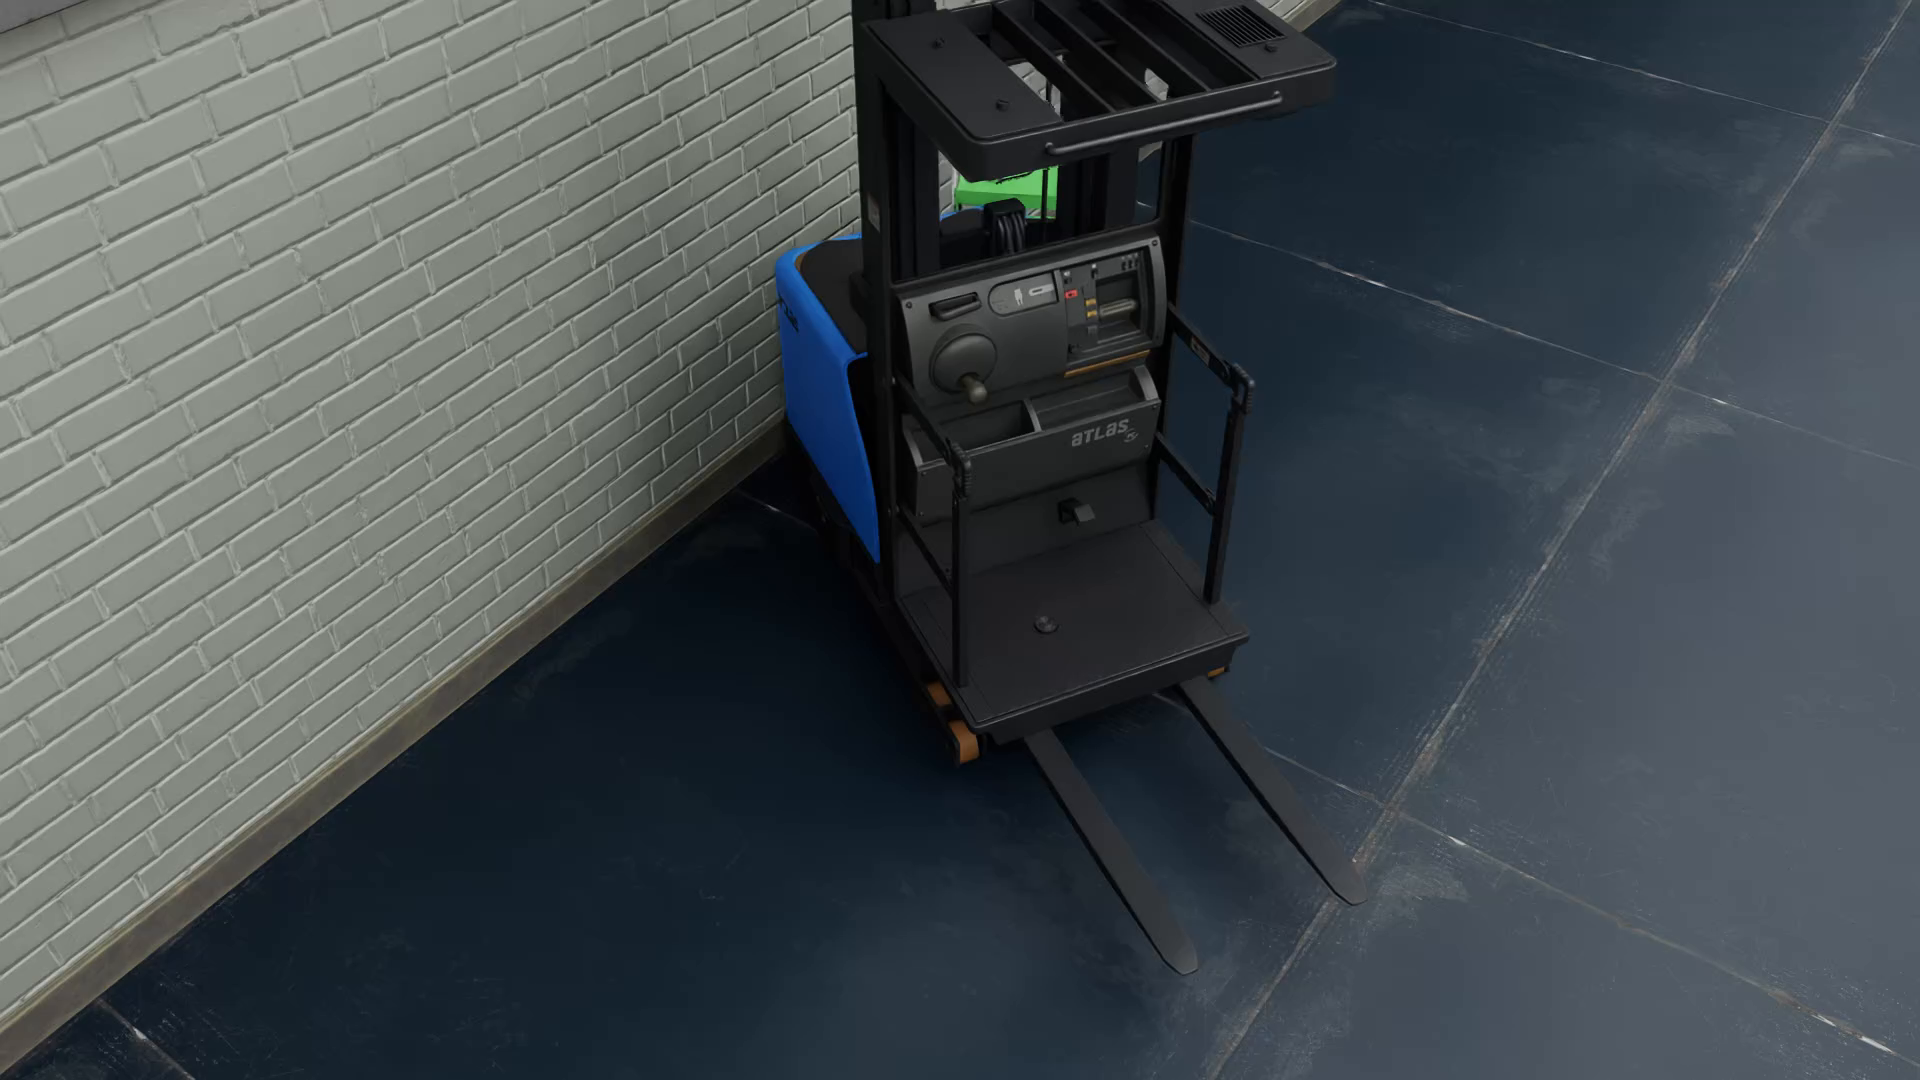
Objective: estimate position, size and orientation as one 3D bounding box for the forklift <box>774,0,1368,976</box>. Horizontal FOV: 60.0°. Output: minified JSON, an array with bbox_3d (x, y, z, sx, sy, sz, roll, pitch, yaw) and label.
[{"bbox_3d":[0.341,-0.637,5.263,1.130,2.935,3.031,-17,45,-18],"label":"forklift"}]

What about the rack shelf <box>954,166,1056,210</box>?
[{"bbox_3d":[0.228,-1.428,6.822,0.480,0.148,0.258,5,42,5],"label":"rack shelf"}]

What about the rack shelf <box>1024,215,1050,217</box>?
[{"bbox_3d":[0.228,-1.249,6.982,0.480,0.148,0.258,5,42,5],"label":"rack shelf"}]

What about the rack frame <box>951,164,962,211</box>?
[{"bbox_3d":[-0.014,-1.137,7.121,0.015,1.200,0.240,5,42,5],"label":"rack frame"}]

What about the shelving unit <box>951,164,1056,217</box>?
[{"bbox_3d":[0.228,-1.118,7.099,0.503,1.200,0.258,5,42,5],"label":"shelving unit"}]
